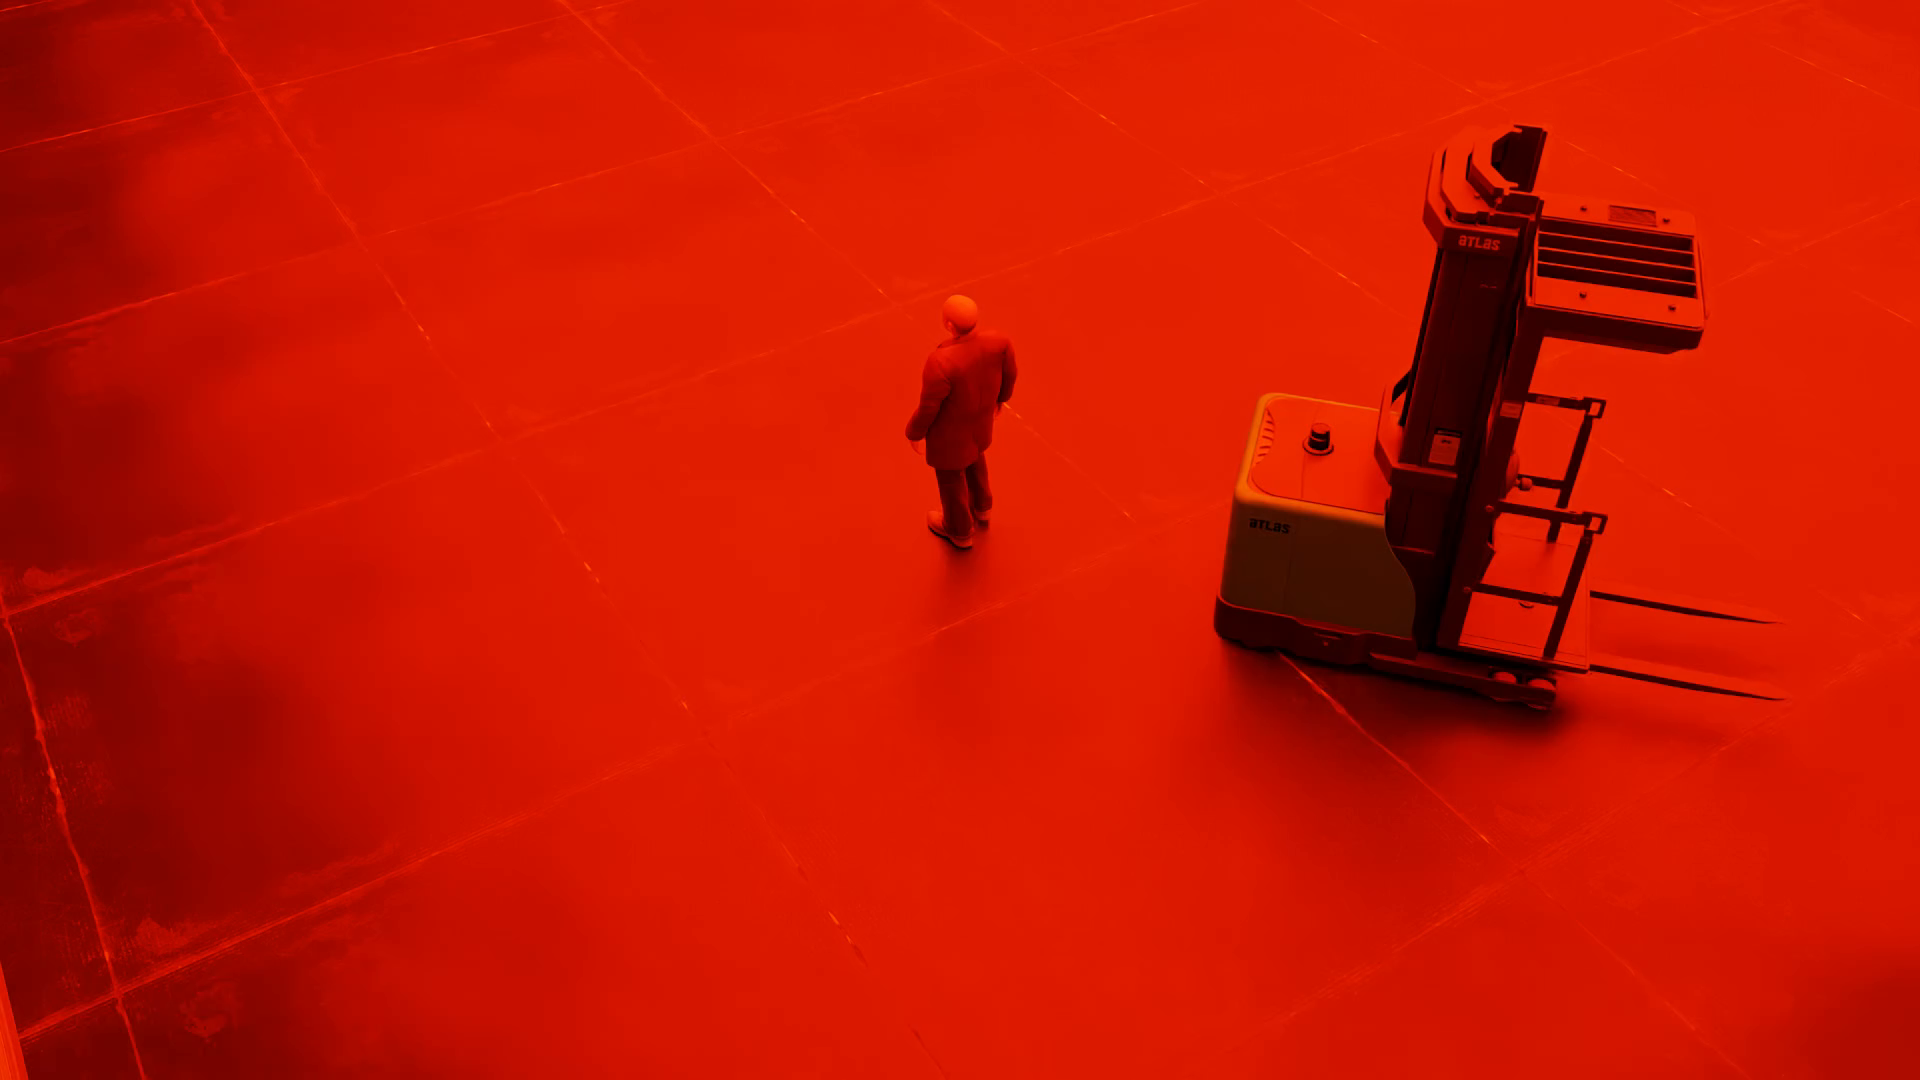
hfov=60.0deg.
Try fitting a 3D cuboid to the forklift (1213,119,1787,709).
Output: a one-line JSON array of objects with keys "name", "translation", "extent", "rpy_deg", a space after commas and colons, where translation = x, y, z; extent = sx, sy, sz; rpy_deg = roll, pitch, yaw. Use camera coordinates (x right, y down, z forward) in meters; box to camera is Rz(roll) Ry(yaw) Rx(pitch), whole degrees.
[{"name": "forklift", "translation": [3.012, -0.577, 8.532], "extent": [3.031, 2.935, 1.130], "rpy_deg": [11, 42, 12]}]

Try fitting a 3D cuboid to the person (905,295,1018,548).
[{"name": "person", "translation": [-0.045, -0.727, 9.568], "extent": [0.696, 1.775, 0.583], "rpy_deg": [-23, 46, -24]}]
